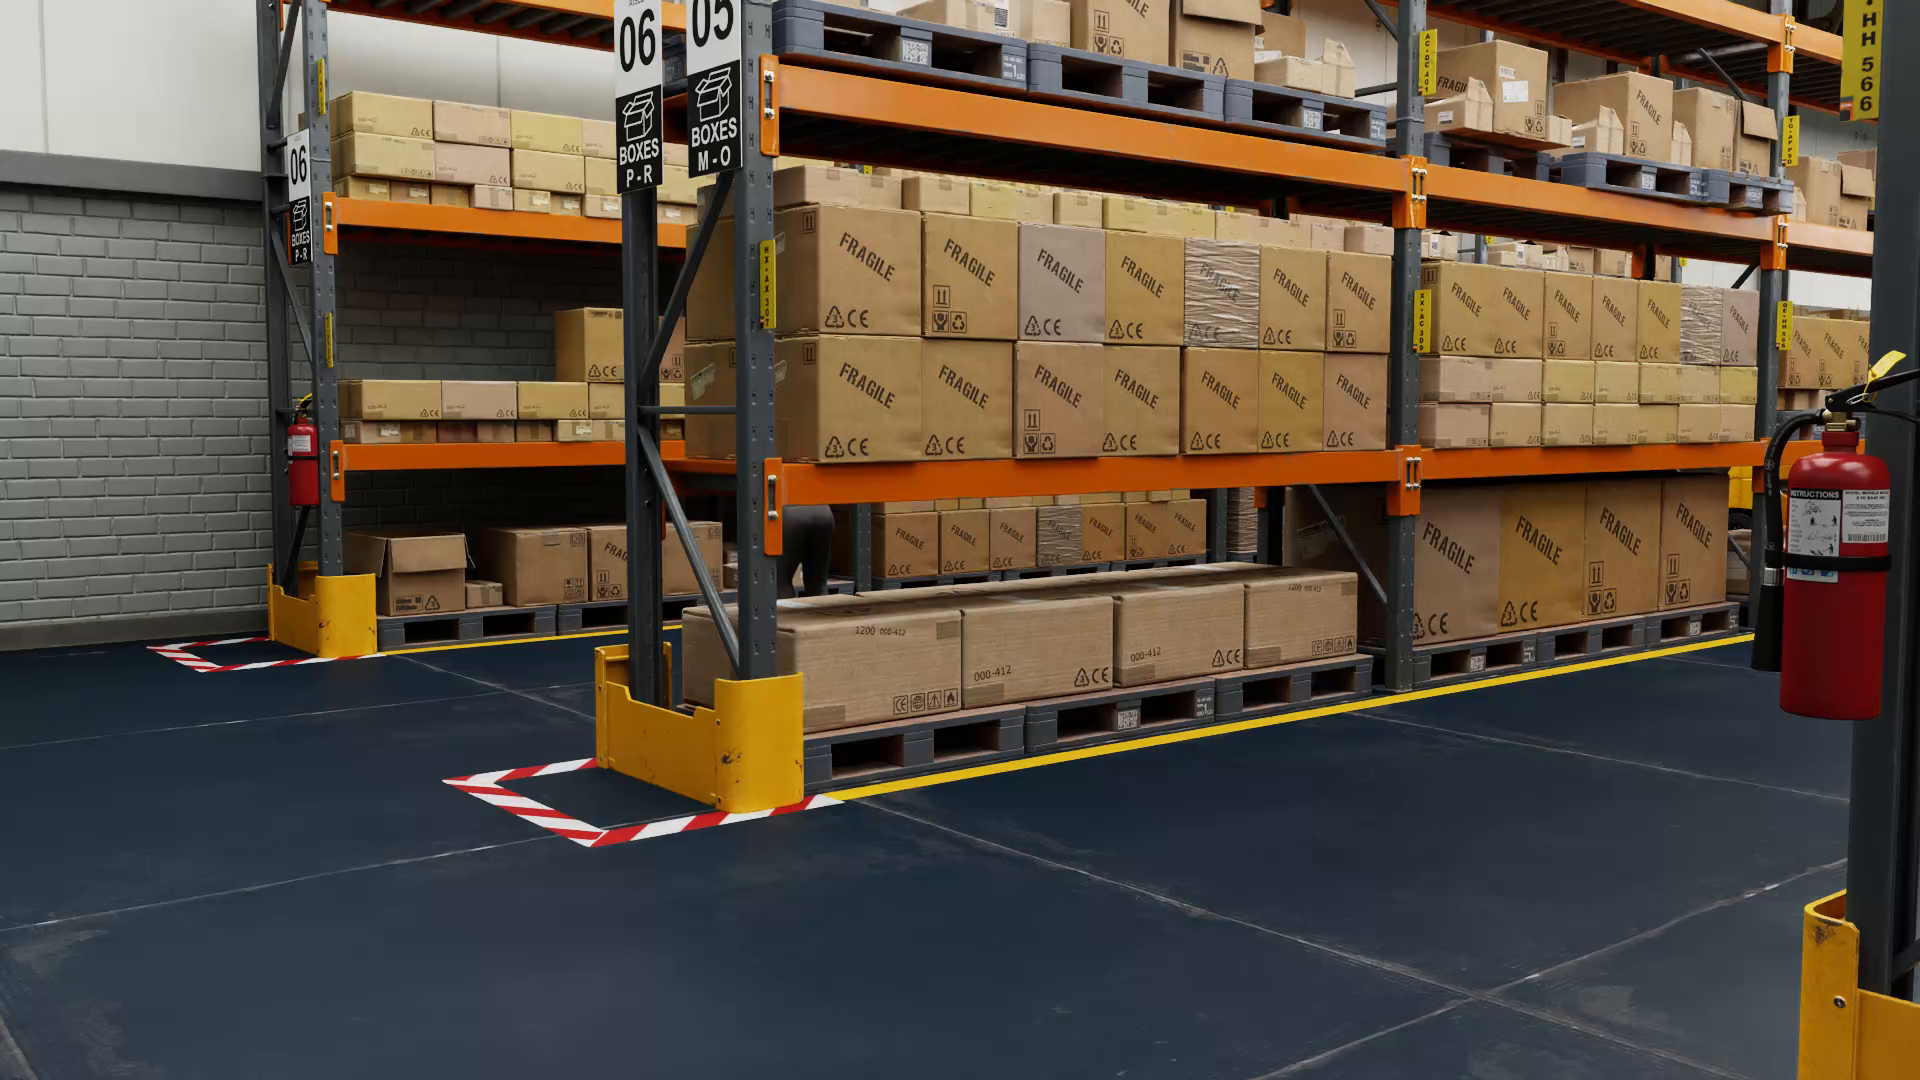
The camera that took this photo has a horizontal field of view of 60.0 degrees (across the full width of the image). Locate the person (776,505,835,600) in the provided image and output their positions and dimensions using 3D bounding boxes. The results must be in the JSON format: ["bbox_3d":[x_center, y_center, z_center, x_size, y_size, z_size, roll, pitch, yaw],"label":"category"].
[{"bbox_3d":[-1.010,-0.086,9.963,0.423,1.656,0.505,-4,6,-40],"label":"person"}]
